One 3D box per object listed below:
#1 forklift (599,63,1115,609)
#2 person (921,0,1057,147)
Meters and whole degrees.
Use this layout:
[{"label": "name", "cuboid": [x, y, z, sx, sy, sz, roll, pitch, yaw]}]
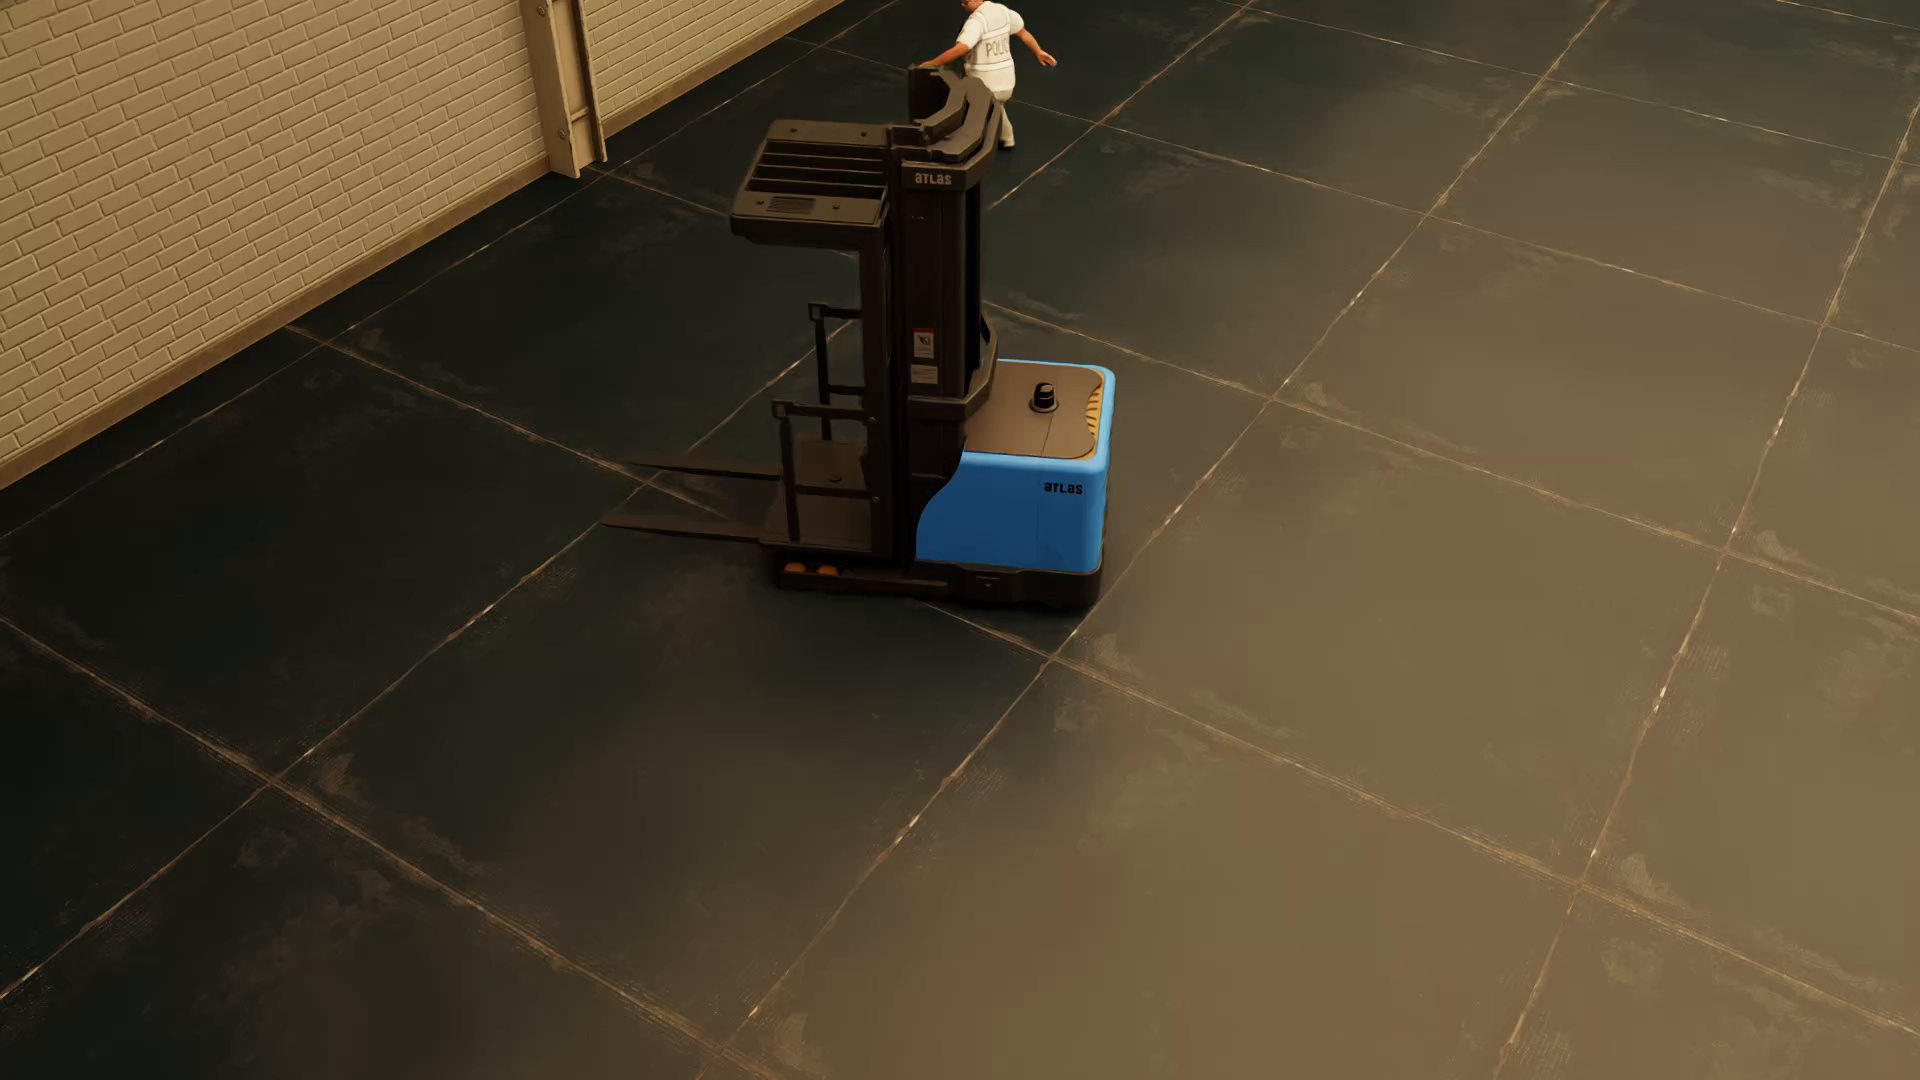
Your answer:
[{"label": "forklift", "cuboid": [-0.634, -1.138, 9.310, 3.031, 2.935, 1.130, 5, 41, 6]}, {"label": "person", "cuboid": [0.224, -3.714, 13.468, 0.561, 1.693, 1.156, 32, 50, 32]}]
